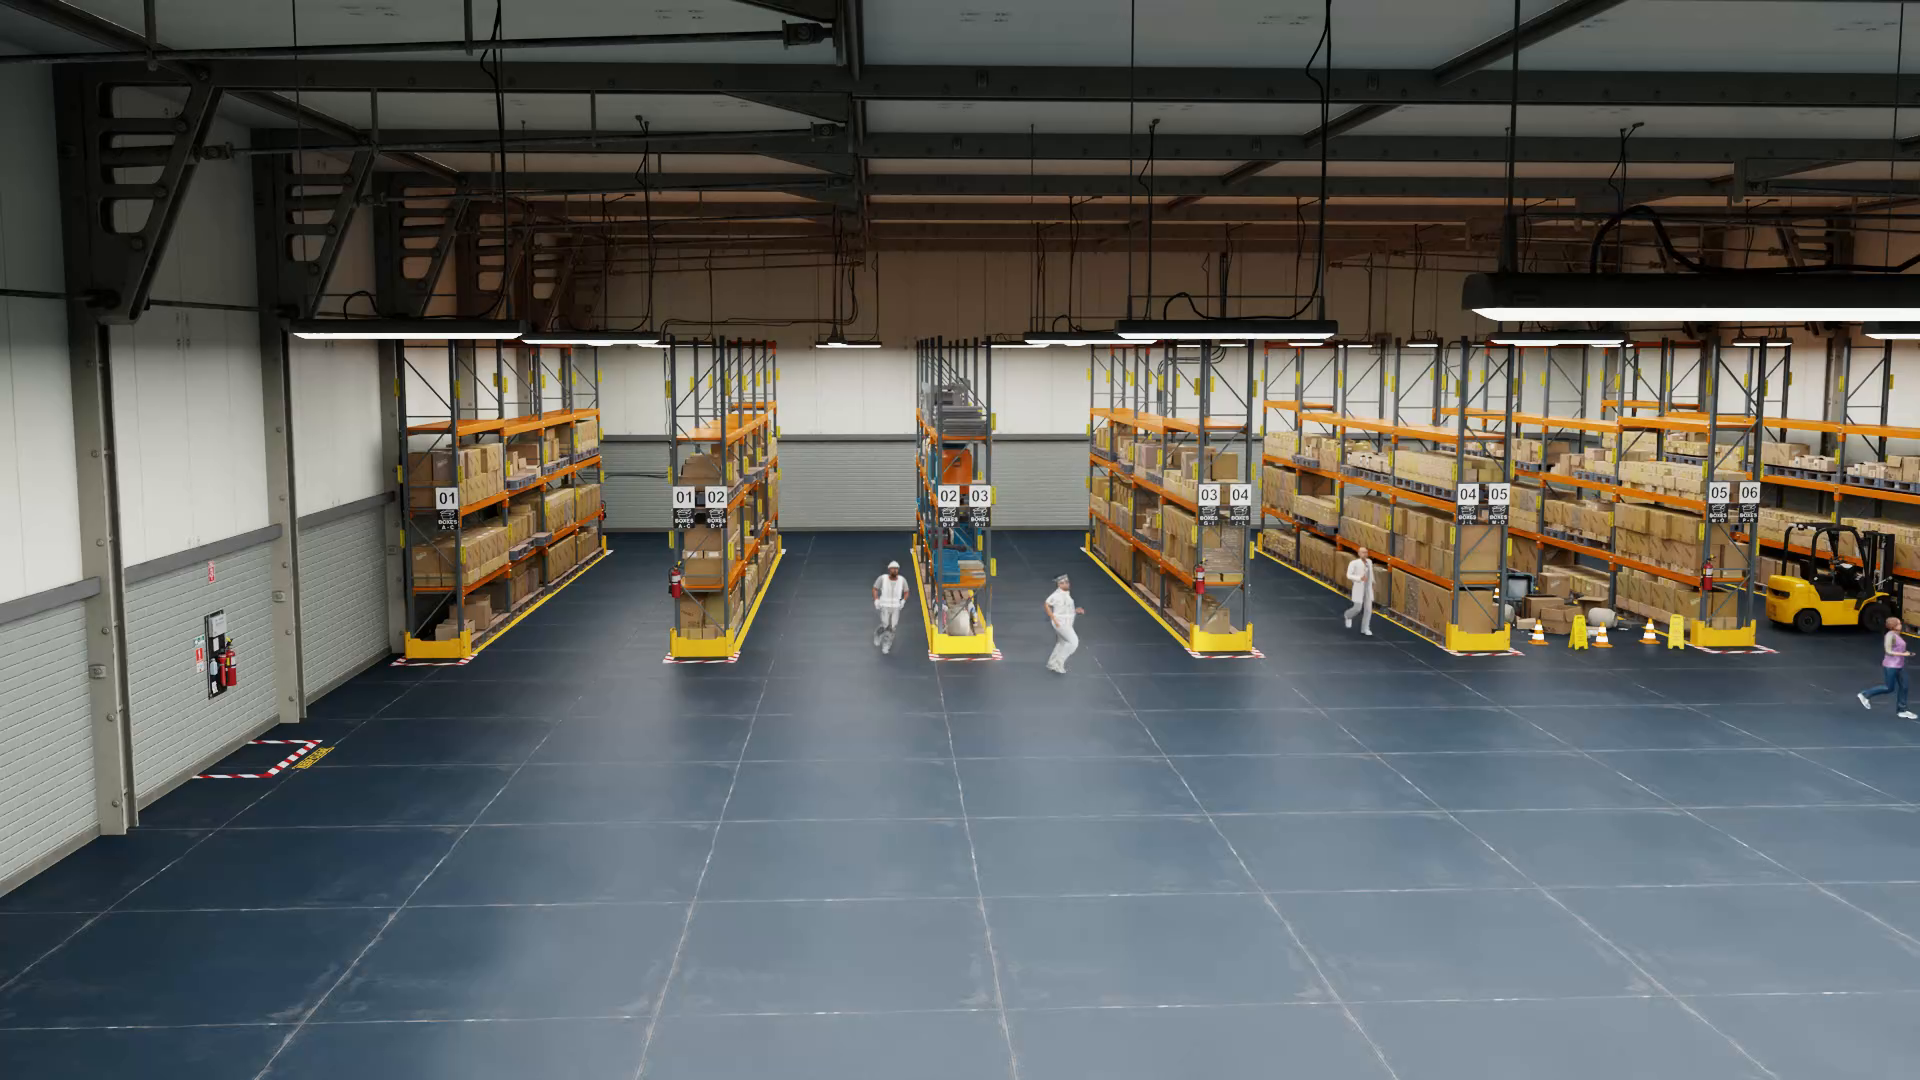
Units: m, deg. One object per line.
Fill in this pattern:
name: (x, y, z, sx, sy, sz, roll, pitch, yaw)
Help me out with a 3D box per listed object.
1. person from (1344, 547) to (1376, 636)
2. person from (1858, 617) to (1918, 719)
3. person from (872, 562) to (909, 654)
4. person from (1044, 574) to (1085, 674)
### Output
person: (8.122, 1.015, 33.705, 0.716, 1.753, 0.901, -2, 7, -19)
person: (14.585, 1.979, 26.049, 0.549, 1.568, 0.837, -6, 9, -45)
person: (-1.301, 1.285, 31.720, 0.689, 1.750, 0.584, -2, 7, -16)
person: (1.878, 1.496, 29.581, 0.679, 1.784, 0.636, 2, 7, 18)
